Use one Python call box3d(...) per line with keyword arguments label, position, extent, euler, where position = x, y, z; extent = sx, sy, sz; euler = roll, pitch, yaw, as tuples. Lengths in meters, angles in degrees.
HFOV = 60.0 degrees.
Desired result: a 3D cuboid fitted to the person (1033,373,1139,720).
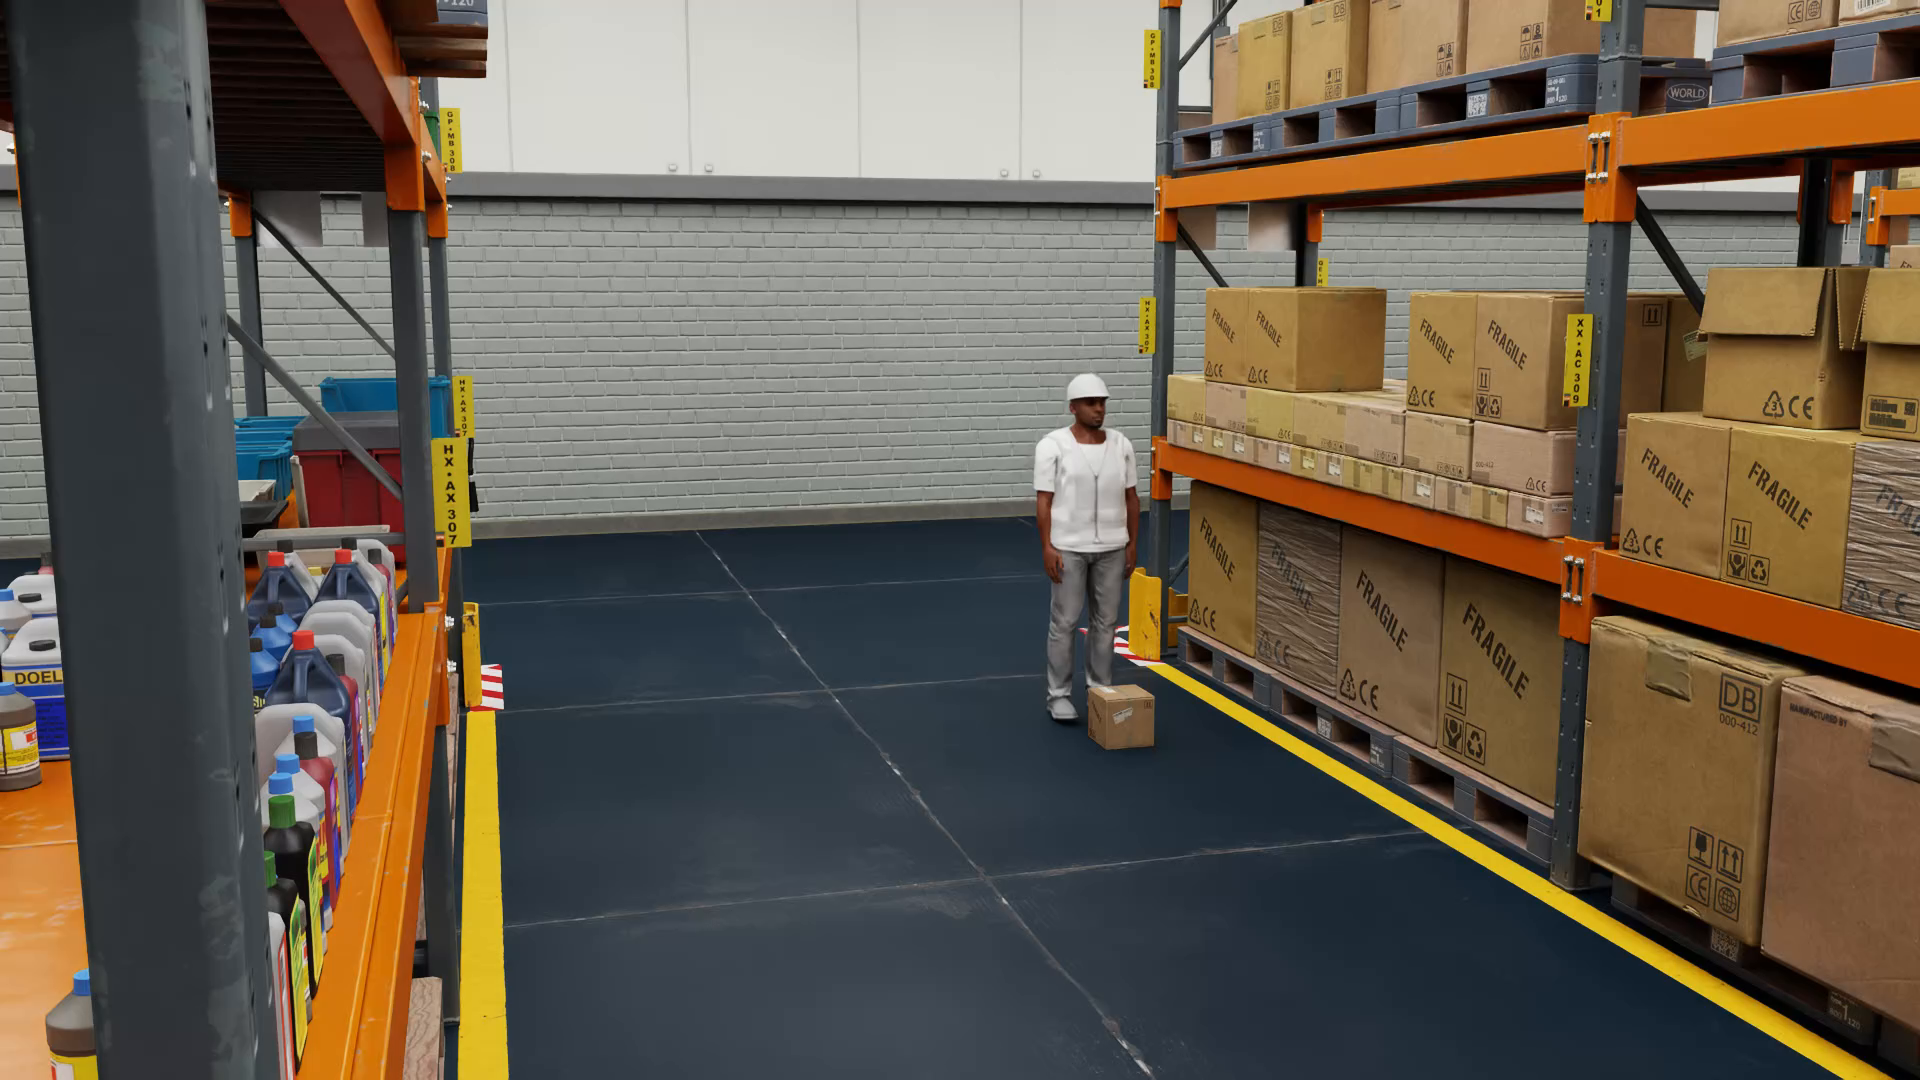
box3d(label="person", position=(0.662, 0.035, 8.523), extent=(0.563, 1.768, 0.363), euler=(-2, 9, -14))
